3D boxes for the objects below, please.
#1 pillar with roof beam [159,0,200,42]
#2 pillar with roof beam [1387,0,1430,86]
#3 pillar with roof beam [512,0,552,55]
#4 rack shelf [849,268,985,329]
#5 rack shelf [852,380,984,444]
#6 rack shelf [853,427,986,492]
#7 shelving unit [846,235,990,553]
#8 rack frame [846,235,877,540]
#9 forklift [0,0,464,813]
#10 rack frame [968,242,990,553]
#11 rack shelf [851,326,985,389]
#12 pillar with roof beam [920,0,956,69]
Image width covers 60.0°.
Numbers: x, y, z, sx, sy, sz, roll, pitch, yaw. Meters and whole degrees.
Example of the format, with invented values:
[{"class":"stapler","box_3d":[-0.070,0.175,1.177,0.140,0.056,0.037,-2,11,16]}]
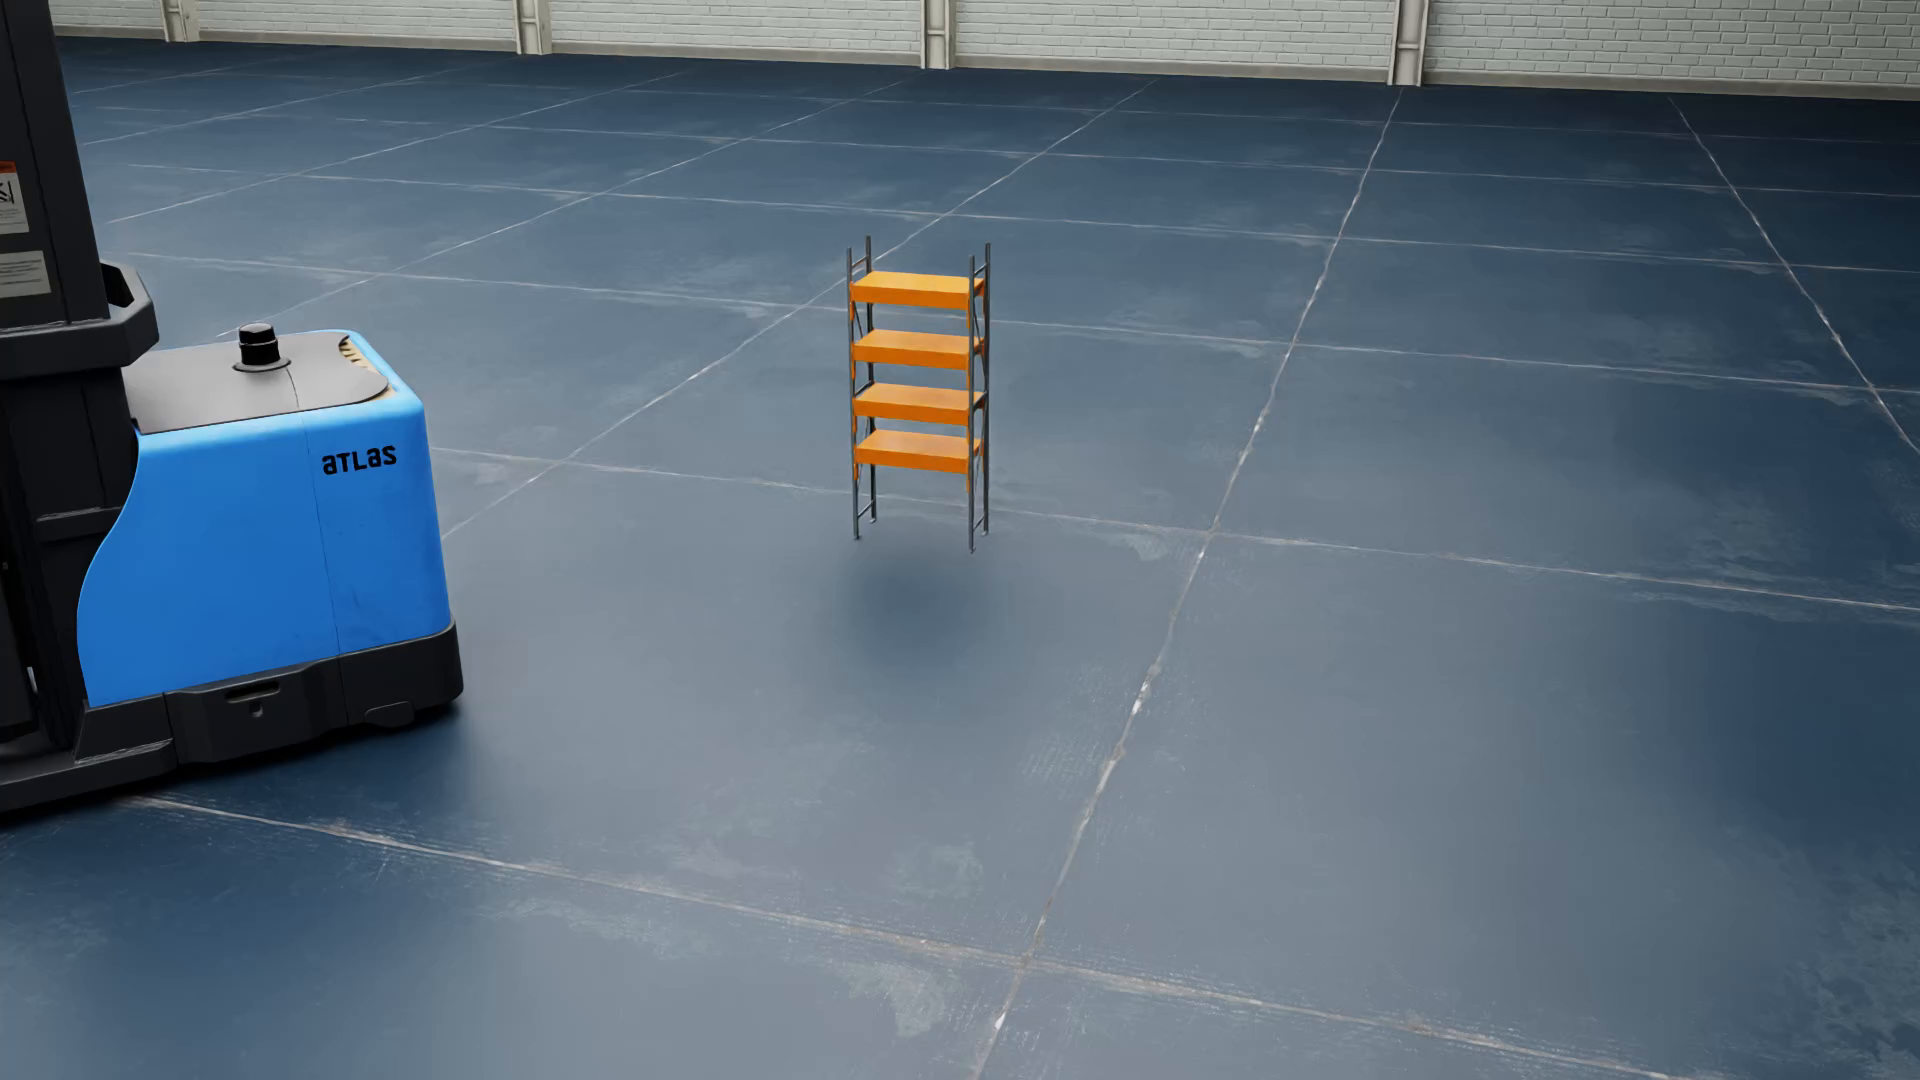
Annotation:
[{"class":"pillar with roof beam","box_3d":[-13.018,-10.169,19.703,0.400,9.000,9.100,7,23,16]},{"class":"pillar with roof beam","box_3d":[4.214,-8.196,14.892,0.400,9.000,9.100,7,23,16]},{"class":"pillar with roof beam","box_3d":[-7.274,-9.511,18.099,0.400,9.000,9.100,7,23,16]},{"class":"rack shelf","box_3d":[-0.158,-0.937,6.437,0.480,0.148,0.258,7,23,16]},{"class":"rack shelf","box_3d":[-0.158,-0.511,6.612,0.480,0.148,0.258,7,23,16]},{"class":"rack shelf","box_3d":[-0.158,-0.327,6.687,0.480,0.148,0.258,7,23,16]},{"class":"shelving unit","box_3d":[-0.158,-0.573,6.587,0.503,1.200,0.258,7,23,16]},{"class":"rack frame","box_3d":[-0.392,-0.600,6.652,0.015,1.200,0.240,7,23,16]},{"class":"forklift","box_3d":[-3.145,-0.667,4.535,3.031,2.935,1.130,-12,25,-28]},{"class":"rack frame","box_3d":[0.075,-0.547,6.521,0.015,1.200,0.240,7,23,16]},{"class":"rack shelf","box_3d":[-0.158,-0.718,6.527,0.480,0.148,0.258,7,23,16]},{"class":"pillar with roof beam","box_3d":[-1.530,-8.853,16.496,0.400,9.000,9.100,7,23,16]}]
